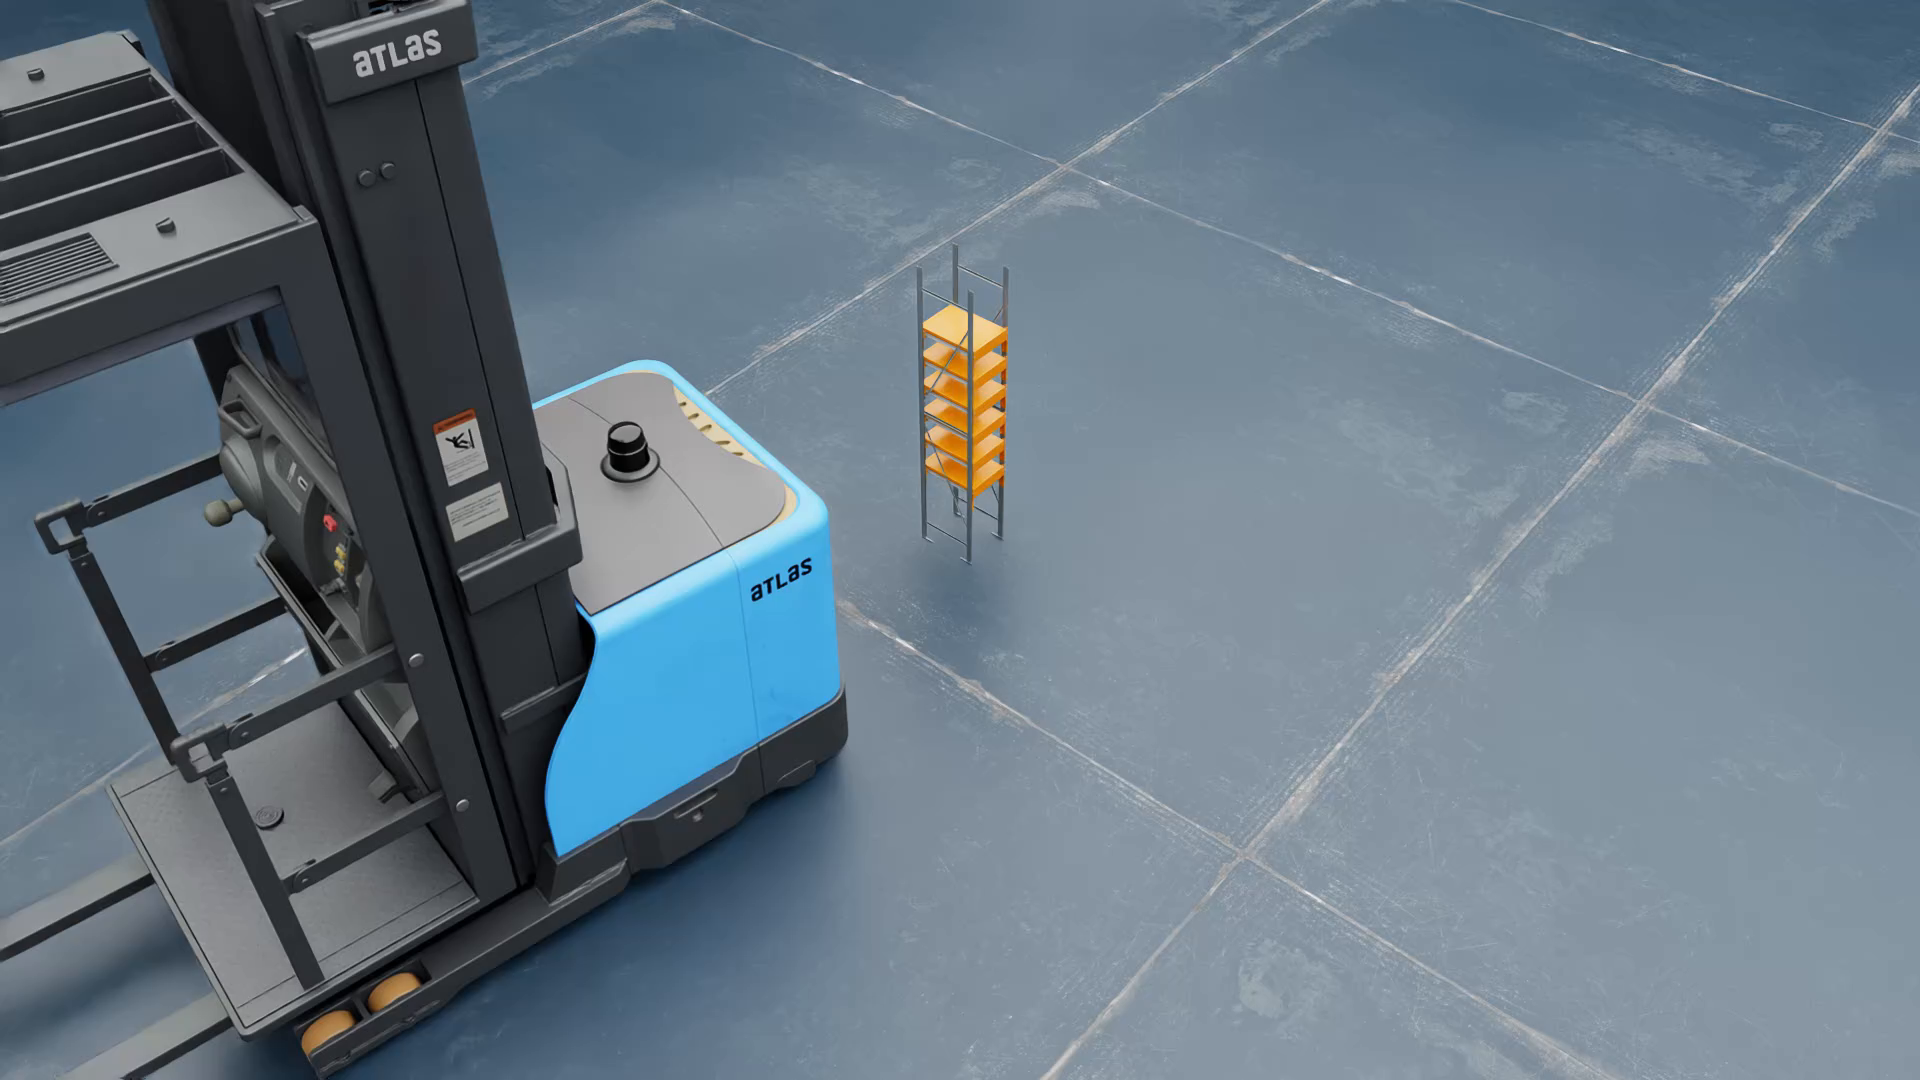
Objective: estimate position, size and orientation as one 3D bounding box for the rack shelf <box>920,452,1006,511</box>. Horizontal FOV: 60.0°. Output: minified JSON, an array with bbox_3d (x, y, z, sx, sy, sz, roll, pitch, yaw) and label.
[{"bbox_3d":[0.009,-0.241,6.046,0.258,0.103,0.180,29,50,28],"label":"rack shelf"}]

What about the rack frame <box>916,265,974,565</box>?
[{"bbox_3d":[-0.050,-0.404,5.803,0.240,1.200,0.006,29,50,28],"label":"rack frame"}]

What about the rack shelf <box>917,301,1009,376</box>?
[{"bbox_3d":[0.009,-0.685,5.642,0.258,0.103,0.180,29,50,28],"label":"rack shelf"}]

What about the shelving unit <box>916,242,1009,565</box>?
[{"bbox_3d":[0.009,-0.451,5.855,0.258,1.200,0.189,29,50,28],"label":"shelving unit"}]

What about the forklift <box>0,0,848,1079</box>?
[{"bbox_3d":[-1.829,-0.016,4.088,3.031,2.935,1.130,-29,49,-28],"label":"forklift"}]

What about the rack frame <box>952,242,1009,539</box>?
[{"bbox_3d":[0.068,-0.498,5.906,0.240,1.200,0.006,29,50,28],"label":"rack frame"}]

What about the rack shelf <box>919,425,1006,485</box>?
[{"bbox_3d":[0.009,-0.330,5.965,0.258,0.103,0.180,29,50,28],"label":"rack shelf"}]

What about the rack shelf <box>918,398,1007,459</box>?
[{"bbox_3d":[0.009,-0.419,5.884,0.258,0.103,0.180,29,50,28],"label":"rack shelf"}]

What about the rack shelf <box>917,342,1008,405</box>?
[{"bbox_3d":[0.009,-0.596,5.723,0.258,0.103,0.180,29,50,28],"label":"rack shelf"}]

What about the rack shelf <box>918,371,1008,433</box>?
[{"bbox_3d":[0.009,-0.507,5.804,0.258,0.103,0.180,29,50,28],"label":"rack shelf"}]
